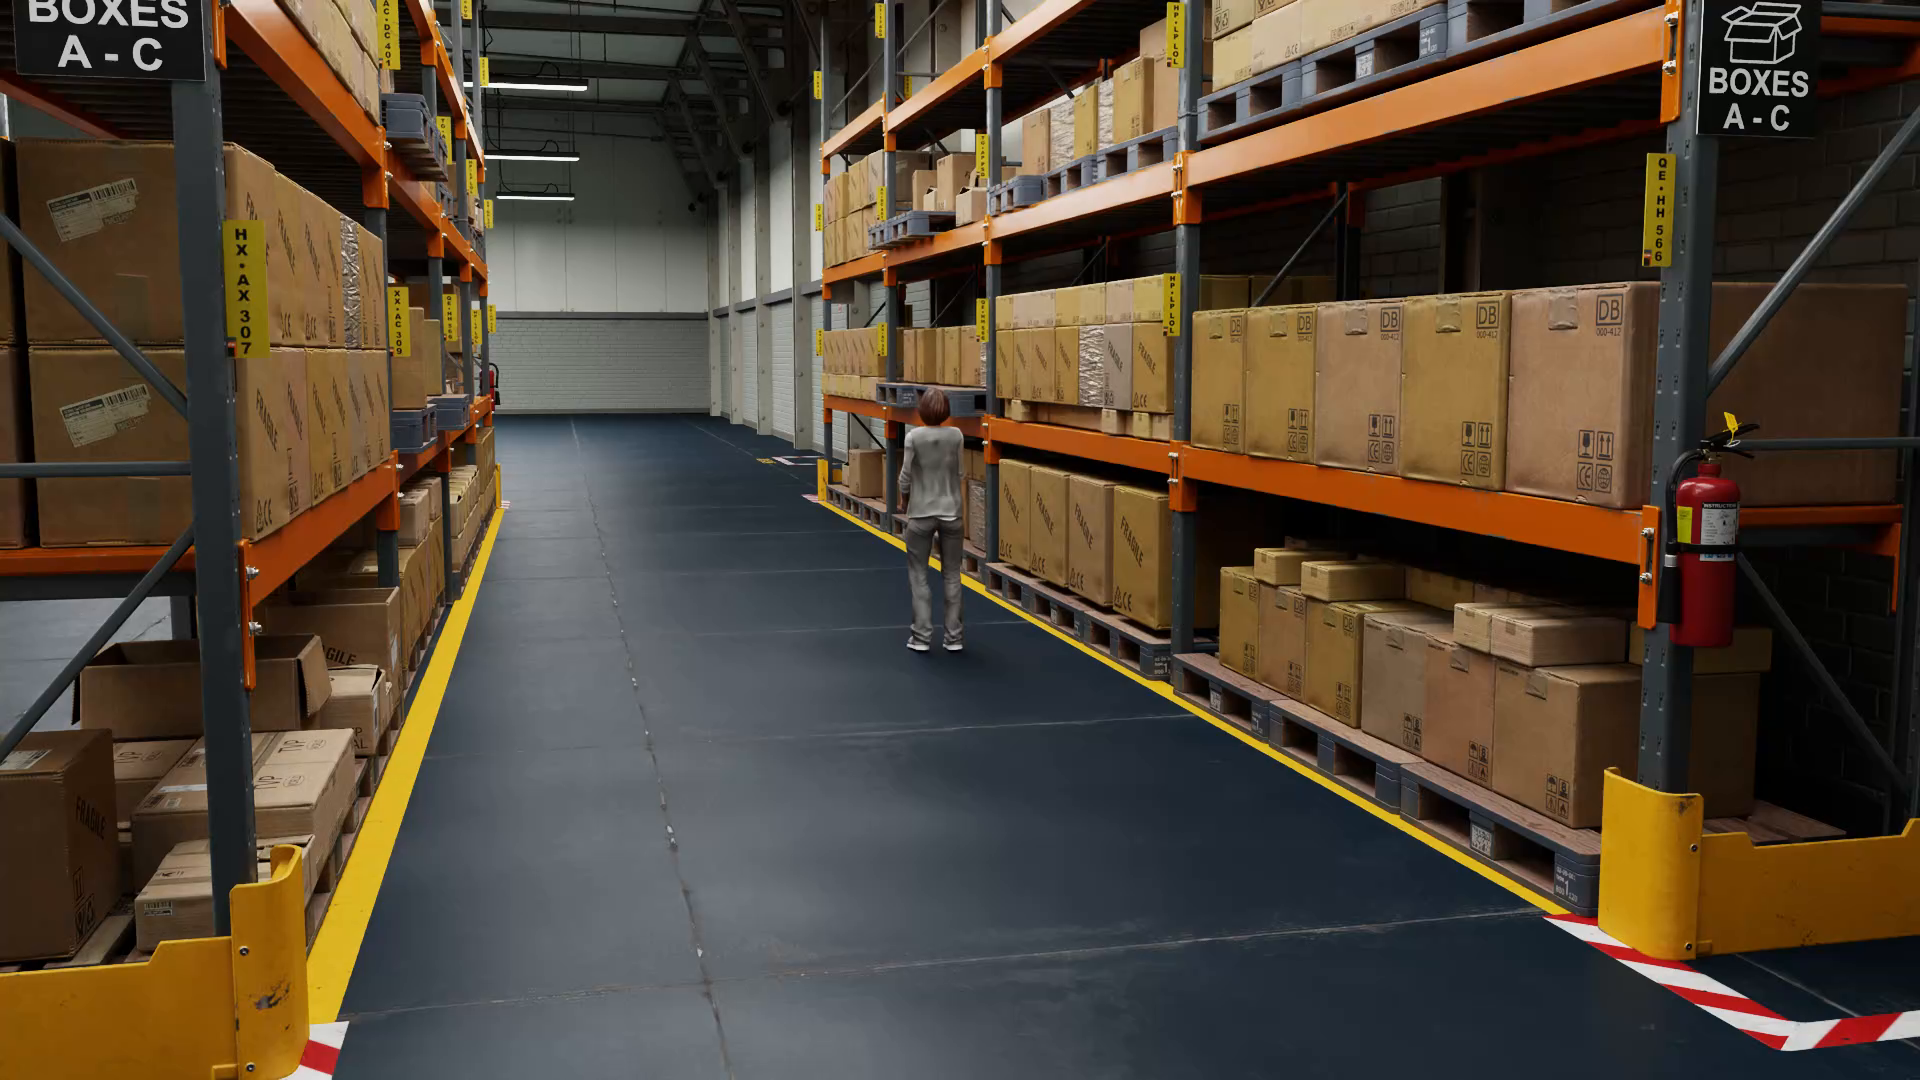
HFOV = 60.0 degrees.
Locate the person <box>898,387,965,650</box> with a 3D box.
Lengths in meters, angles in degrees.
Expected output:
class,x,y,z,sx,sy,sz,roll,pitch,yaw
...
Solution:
class,x,y,z,sx,sy,sz,roll,pitch,yaw
person,-0.172,-0.122,10.052,0.408,1.575,0.490,-1,6,-13
